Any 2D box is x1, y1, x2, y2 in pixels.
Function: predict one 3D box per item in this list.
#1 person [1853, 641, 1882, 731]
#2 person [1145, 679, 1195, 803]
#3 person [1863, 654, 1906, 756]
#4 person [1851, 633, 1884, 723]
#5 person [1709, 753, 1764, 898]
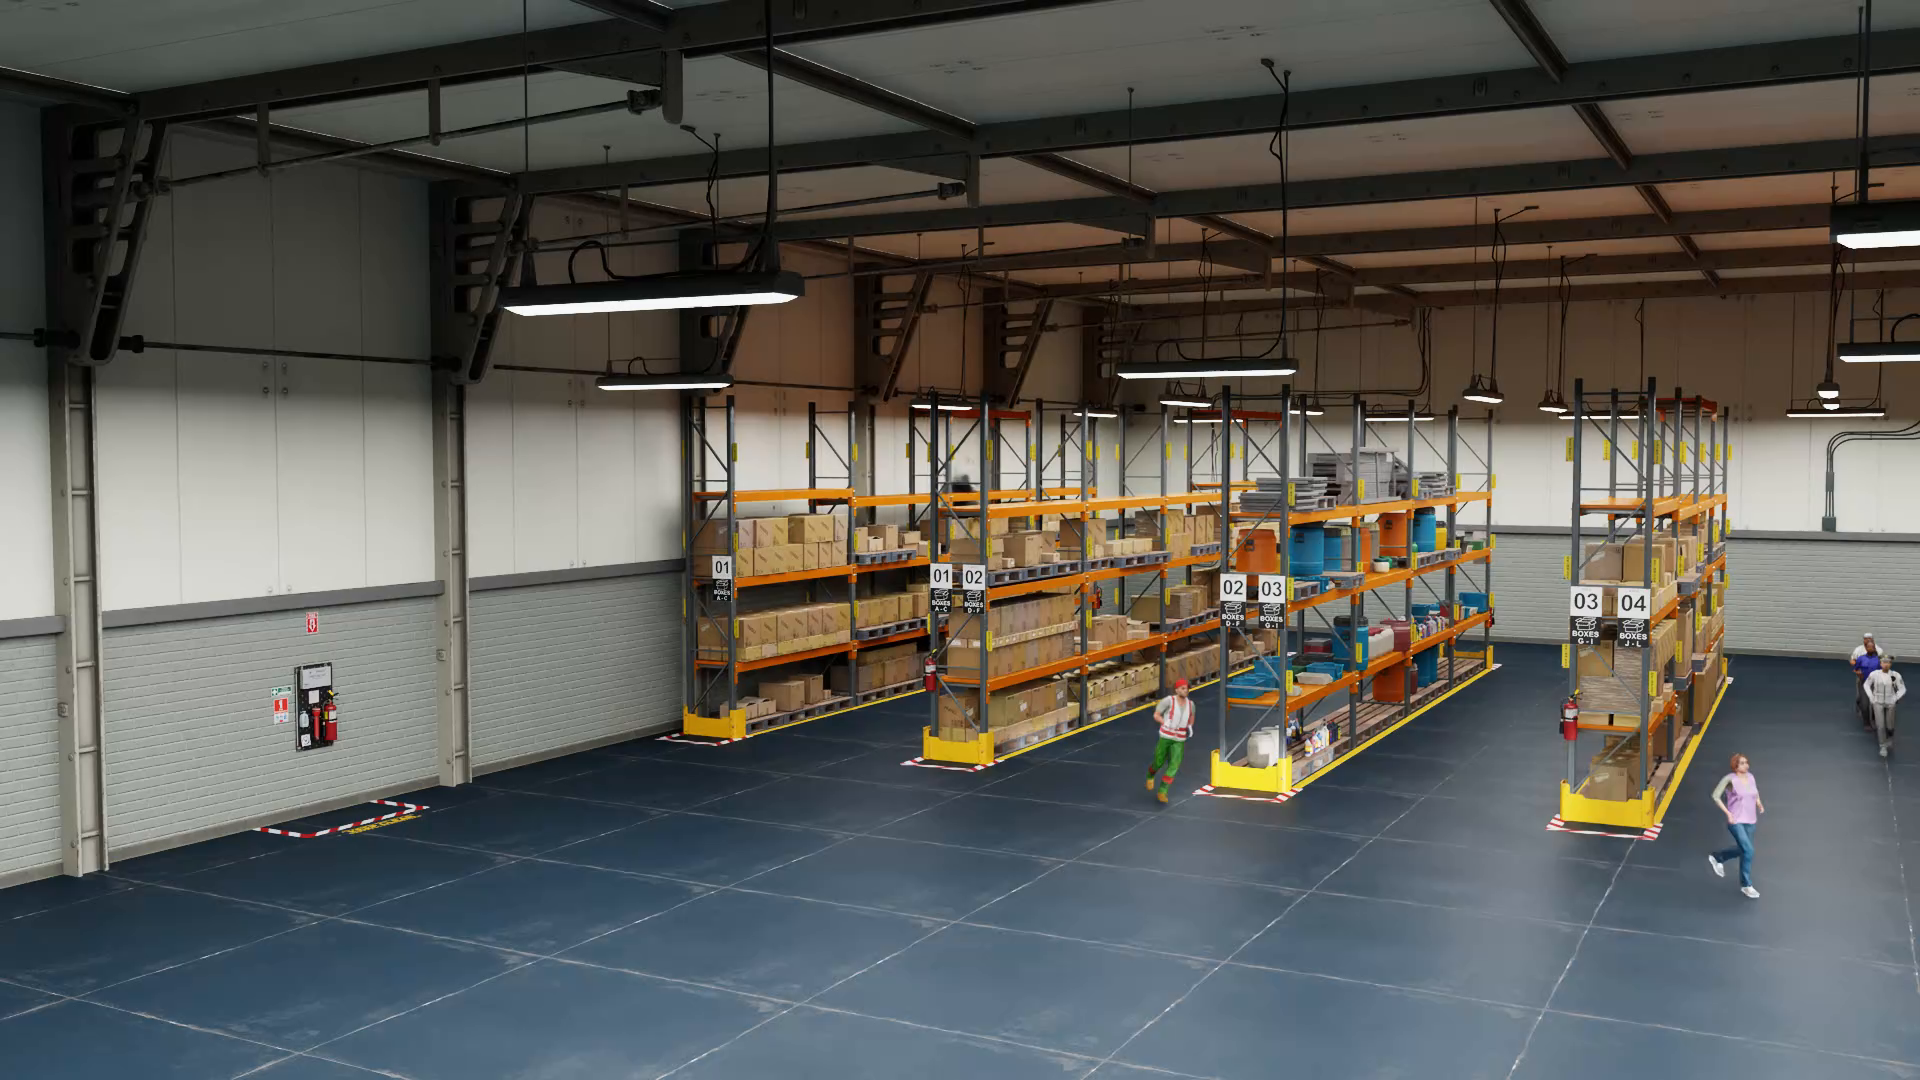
[{"bbox_3d":[16.273,2.620,29.722,0.565,1.613,0.549,2,3,29],"label":"person"},{"bbox_3d":[3.105,2.865,24.060,0.683,1.739,0.935,0,3,-8],"label":"person"},{"bbox_3d":[15.354,2.723,27.633,0.628,1.671,0.650,2,3,30],"label":"person"},{"bbox_3d":[16.987,2.562,31.082,0.612,1.660,0.740,2,3,28],"label":"person"},{"bbox_3d":[8.868,3.219,18.986,0.532,1.595,0.735,-1,3,-18],"label":"person"}]
